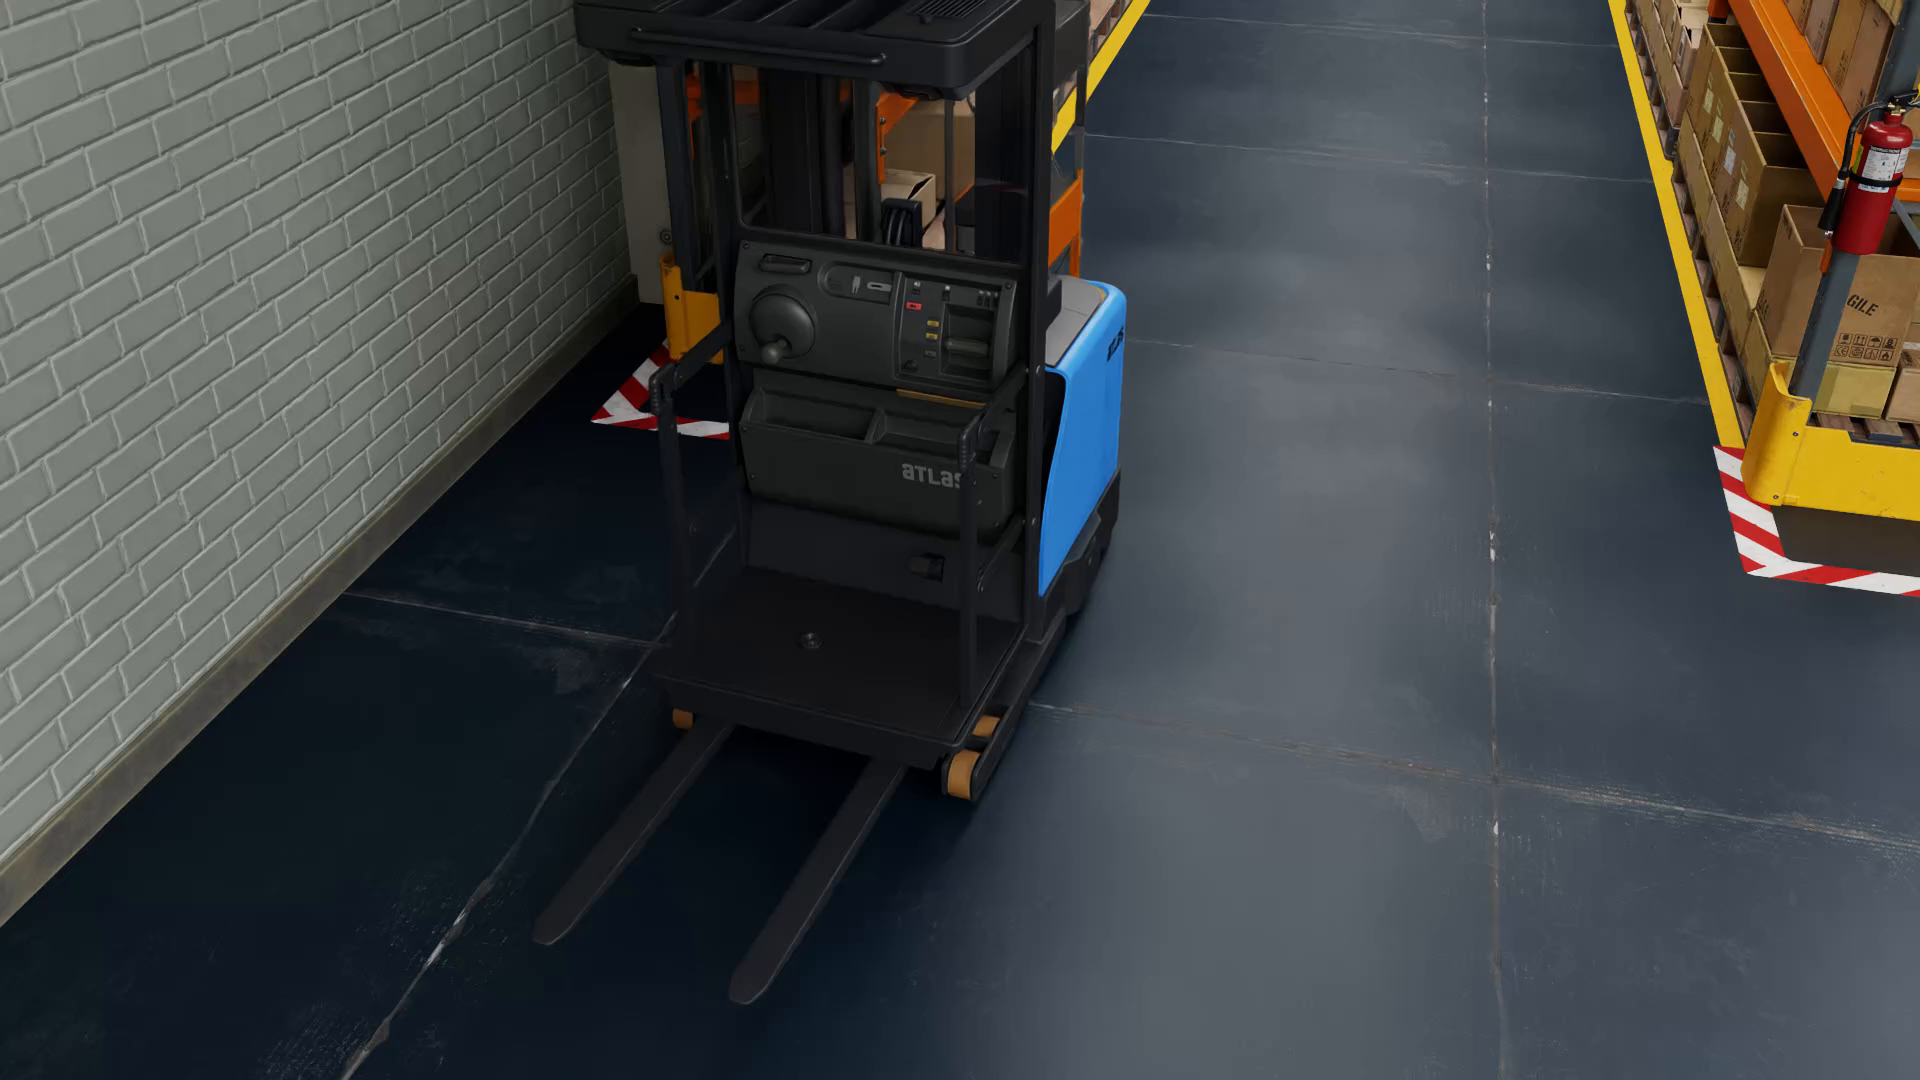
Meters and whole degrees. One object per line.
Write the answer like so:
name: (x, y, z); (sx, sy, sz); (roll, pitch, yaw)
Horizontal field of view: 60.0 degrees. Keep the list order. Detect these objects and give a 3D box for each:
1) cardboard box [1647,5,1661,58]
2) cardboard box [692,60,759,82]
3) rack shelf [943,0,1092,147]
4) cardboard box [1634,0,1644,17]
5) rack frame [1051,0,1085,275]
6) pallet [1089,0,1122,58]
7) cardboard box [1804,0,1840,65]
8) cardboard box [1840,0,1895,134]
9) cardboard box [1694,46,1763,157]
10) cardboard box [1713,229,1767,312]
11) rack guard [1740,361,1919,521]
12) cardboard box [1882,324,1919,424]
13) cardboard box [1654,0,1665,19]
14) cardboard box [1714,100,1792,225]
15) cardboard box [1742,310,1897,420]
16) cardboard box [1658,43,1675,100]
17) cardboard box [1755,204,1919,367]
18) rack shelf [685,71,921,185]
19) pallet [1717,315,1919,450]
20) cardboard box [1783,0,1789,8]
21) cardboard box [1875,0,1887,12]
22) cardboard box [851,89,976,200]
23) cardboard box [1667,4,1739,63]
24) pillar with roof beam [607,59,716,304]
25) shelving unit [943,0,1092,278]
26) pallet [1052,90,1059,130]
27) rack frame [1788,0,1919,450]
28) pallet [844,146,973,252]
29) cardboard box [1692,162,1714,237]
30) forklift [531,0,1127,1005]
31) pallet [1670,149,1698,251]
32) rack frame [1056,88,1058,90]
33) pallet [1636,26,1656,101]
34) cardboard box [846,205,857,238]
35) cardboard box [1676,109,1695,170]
cardboard box: (5.168, -3.587, 11.769); (0.500, 0.250, 0.500); (9, 33, 13)
cardboard box: (-0.924, -2.335, 7.748); (0.500, 0.250, 0.500); (8, 33, 13)
rack shelf: (0.219, -1.773, 6.303); (0.431, 0.518, 0.480); (11, 34, 17)
cardboard box: (5.424, -4.124, 12.613); (0.500, 0.250, 0.500); (7, 33, 11)
rack frame: (0.304, -1.317, 6.864); (0.400, 2.100, 0.015); (11, 34, 17)
pallet: (0.664, -4.059, 12.939); (1.003, 0.211, 1.213); (8, 33, 12)
cardboard box: (4.459, -2.535, 7.848); (0.700, 0.500, 0.500); (9, 34, 14)
cardboard box: (4.197, -2.004, 7.014); (0.700, 0.500, 0.500); (9, 34, 14)
cardboard box: (4.413, -2.399, 9.200); (0.500, 0.500, 0.500); (8, 33, 12)
cardboard box: (4.028, -1.305, 8.178); (0.500, 0.250, 0.500); (8, 33, 12)
rack guard: (3.932, -0.381, 6.884); (1.175, 0.500, 0.348); (8, 33, 12)
cardboard box: (4.289, -0.713, 7.248); (0.500, 0.250, 0.500); (8, 33, 12)
cardboard box: (5.164, -3.817, 11.607); (0.500, 0.311, 0.500); (8, 33, 12)
cardboard box: (4.154, -1.881, 8.385); (0.500, 0.500, 0.500); (8, 33, 12)
cardboard box: (3.788, -0.784, 7.359); (0.500, 0.250, 0.500); (8, 33, 12)
cardboard box: (4.908, -3.058, 10.936); (0.500, 0.250, 0.500); (8, 33, 12)
cardboard box: (3.786, -1.101, 7.158); (0.500, 0.500, 0.500); (8, 33, 12)
rack shelf: (-0.347, -2.855, 9.116); (1.077, 0.370, 4.000); (8, 33, 12)
pallet: (4.091, -0.674, 7.614); (1.003, 0.211, 1.213); (8, 33, 12)
cardboard box: (4.719, -3.061, 8.675); (0.700, 0.500, 0.500); (8, 33, 12)
cardboard box: (3.980, -2.257, 6.807); (0.380, 0.149, 0.250); (8, 33, 12)
cardboard box: (-0.213, -2.268, 9.442); (0.700, 0.500, 0.500); (6, 33, 9)
cardboard box: (4.904, -3.298, 10.790); (0.500, 0.311, 0.500); (9, 34, 14)
pillar with roof beam: (2.650, -4.548, 5.516); (9.100, 9.000, 0.400); (8, 33, 12)
shelving unit: (0.219, -1.194, 6.671); (0.431, 2.100, 0.503); (11, 34, 17)
pallet: (0.024, -2.667, 10.748); (1.003, 0.211, 1.213); (8, 33, 12)
rack frame: (3.938, -1.449, 6.233); (1.000, 3.000, 0.127); (8, 33, 12)
pallet: (-0.284, -2.032, 9.749); (1.003, 0.211, 1.213); (8, 33, 12)
cardboard box: (4.278, -1.824, 8.995); (0.500, 0.250, 0.500); (8, 33, 12)
forklift: (-0.347, -0.643, 5.029); (1.130, 2.935, 3.031); (11, 34, 17)
pallet: (4.710, -1.941, 9.606); (1.003, 0.211, 1.213); (8, 33, 12)
rack frame: (0.160, -4.197, 10.556); (1.000, 3.000, 0.127); (8, 33, 12)
pallet: (5.410, -3.370, 11.855); (1.003, 0.211, 1.213); (8, 33, 12)
cardboard box: (-0.592, -1.519, 8.439); (0.500, 0.311, 0.500); (4, 33, 7)
cardboard box: (4.542, -2.342, 9.809); (0.500, 0.250, 0.500); (8, 33, 12)
